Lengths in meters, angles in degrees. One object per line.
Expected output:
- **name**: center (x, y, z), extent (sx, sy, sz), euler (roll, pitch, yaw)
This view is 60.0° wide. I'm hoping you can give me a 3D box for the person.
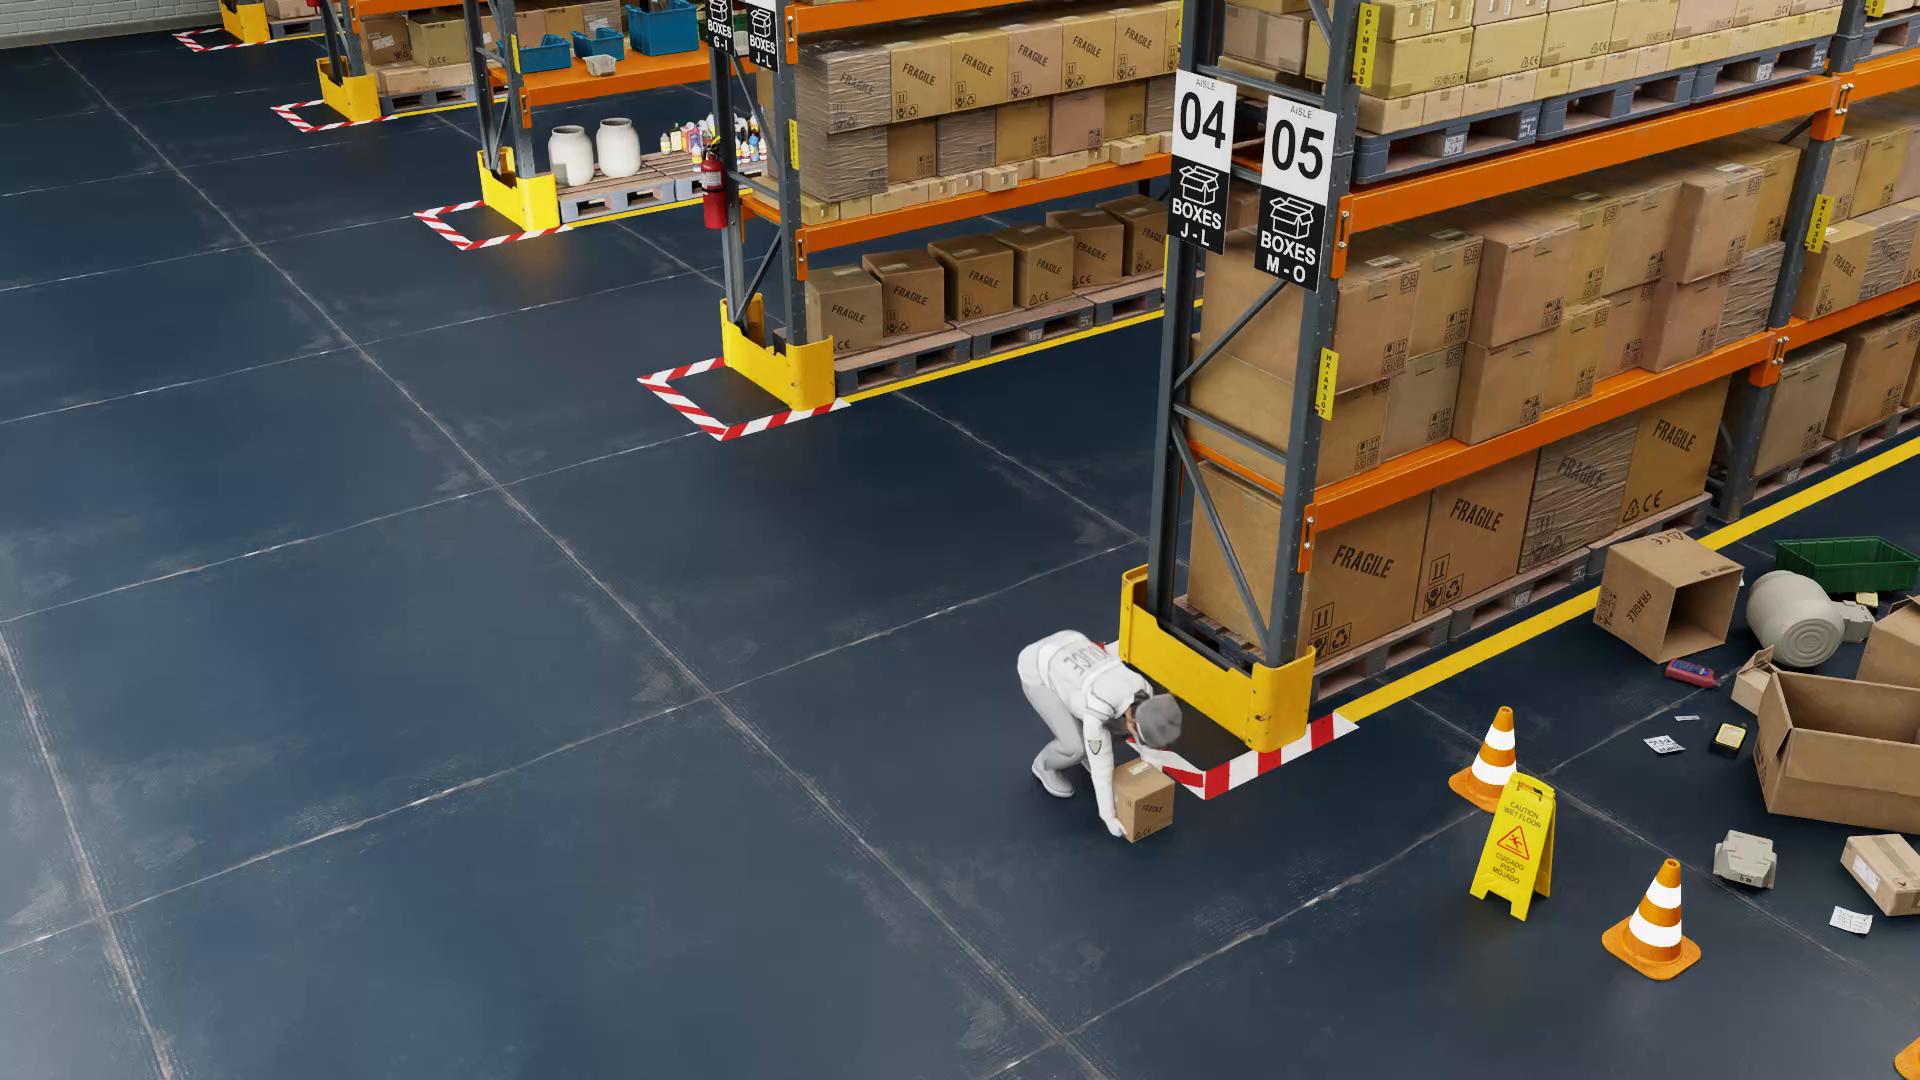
- **person**: center (0.657, 0.902, 7.941), extent (0.461, 0.771, 0.912), euler (-20, 35, -32)
